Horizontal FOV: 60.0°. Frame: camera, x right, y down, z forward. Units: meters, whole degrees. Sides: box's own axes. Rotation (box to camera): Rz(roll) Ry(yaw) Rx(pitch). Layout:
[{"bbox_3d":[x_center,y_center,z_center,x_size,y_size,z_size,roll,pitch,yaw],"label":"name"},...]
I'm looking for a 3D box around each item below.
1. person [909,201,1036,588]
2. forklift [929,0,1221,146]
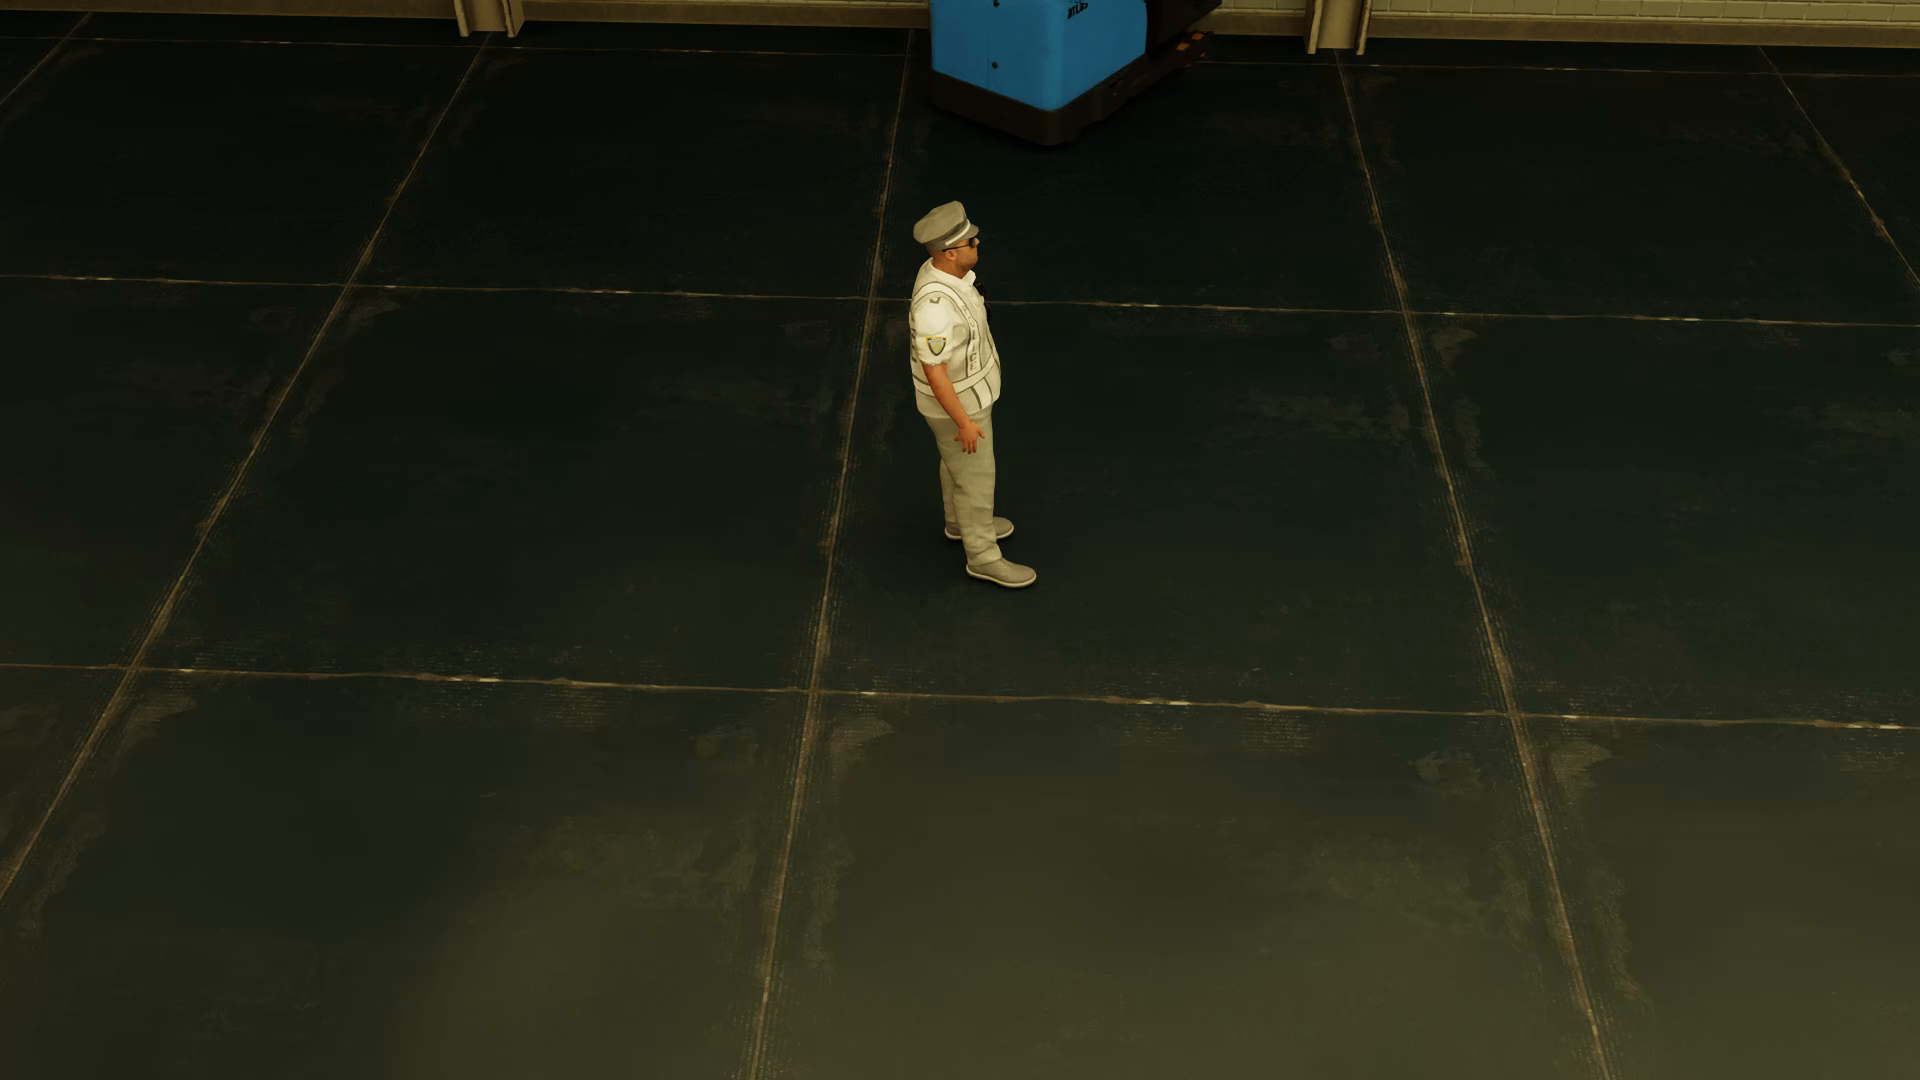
[{"bbox_3d":[0.077,-0.653,7.299,0.575,1.781,0.640,2,42,2],"label":"person"},{"bbox_3d":[1.092,-4.523,10.696,1.130,2.935,3.031,27,49,27],"label":"forklift"}]
